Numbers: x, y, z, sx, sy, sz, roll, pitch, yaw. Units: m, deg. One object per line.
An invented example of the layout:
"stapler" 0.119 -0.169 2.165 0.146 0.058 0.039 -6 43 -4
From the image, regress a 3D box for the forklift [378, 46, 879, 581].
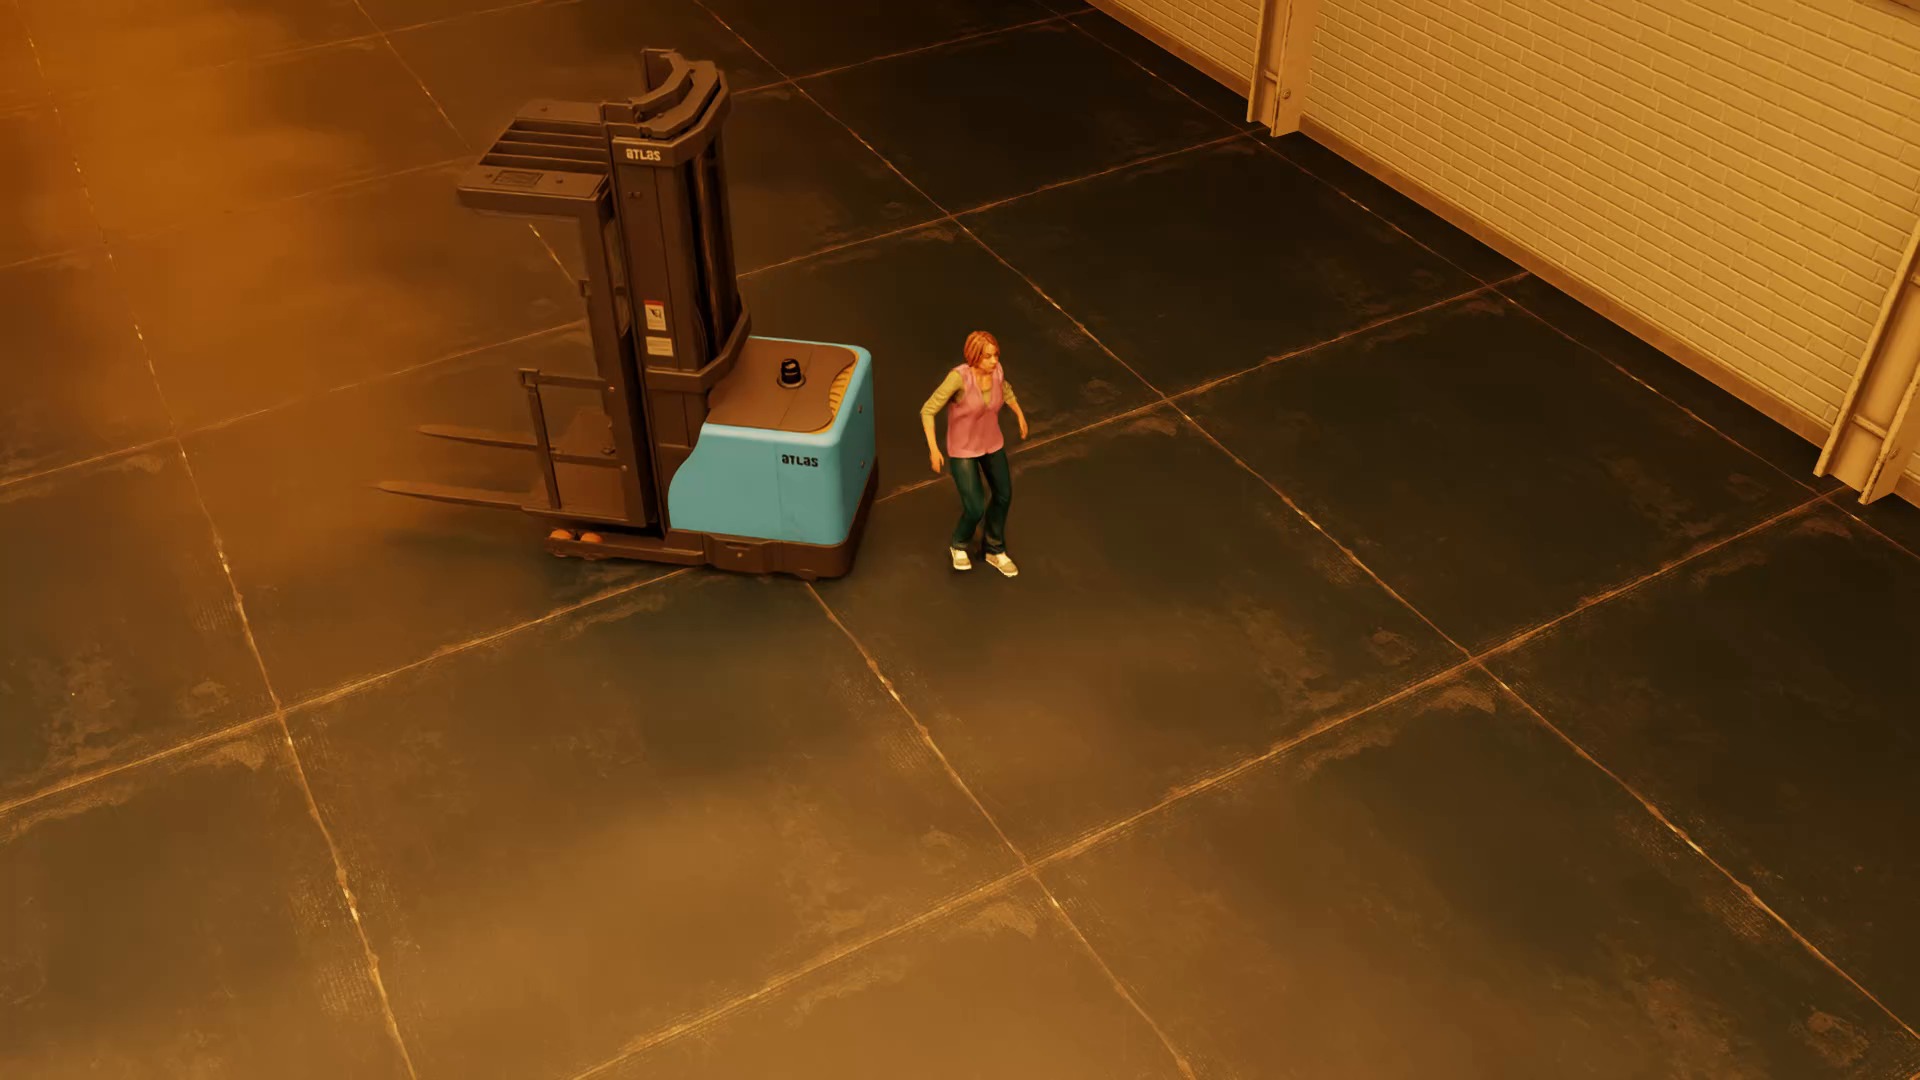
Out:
"forklift" -2.086 -1.330 9.639 3.031 2.935 1.130 6 40 7

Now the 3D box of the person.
"person" 0.147 -0.493 9.738 0.716 1.564 0.551 -23 45 -26
